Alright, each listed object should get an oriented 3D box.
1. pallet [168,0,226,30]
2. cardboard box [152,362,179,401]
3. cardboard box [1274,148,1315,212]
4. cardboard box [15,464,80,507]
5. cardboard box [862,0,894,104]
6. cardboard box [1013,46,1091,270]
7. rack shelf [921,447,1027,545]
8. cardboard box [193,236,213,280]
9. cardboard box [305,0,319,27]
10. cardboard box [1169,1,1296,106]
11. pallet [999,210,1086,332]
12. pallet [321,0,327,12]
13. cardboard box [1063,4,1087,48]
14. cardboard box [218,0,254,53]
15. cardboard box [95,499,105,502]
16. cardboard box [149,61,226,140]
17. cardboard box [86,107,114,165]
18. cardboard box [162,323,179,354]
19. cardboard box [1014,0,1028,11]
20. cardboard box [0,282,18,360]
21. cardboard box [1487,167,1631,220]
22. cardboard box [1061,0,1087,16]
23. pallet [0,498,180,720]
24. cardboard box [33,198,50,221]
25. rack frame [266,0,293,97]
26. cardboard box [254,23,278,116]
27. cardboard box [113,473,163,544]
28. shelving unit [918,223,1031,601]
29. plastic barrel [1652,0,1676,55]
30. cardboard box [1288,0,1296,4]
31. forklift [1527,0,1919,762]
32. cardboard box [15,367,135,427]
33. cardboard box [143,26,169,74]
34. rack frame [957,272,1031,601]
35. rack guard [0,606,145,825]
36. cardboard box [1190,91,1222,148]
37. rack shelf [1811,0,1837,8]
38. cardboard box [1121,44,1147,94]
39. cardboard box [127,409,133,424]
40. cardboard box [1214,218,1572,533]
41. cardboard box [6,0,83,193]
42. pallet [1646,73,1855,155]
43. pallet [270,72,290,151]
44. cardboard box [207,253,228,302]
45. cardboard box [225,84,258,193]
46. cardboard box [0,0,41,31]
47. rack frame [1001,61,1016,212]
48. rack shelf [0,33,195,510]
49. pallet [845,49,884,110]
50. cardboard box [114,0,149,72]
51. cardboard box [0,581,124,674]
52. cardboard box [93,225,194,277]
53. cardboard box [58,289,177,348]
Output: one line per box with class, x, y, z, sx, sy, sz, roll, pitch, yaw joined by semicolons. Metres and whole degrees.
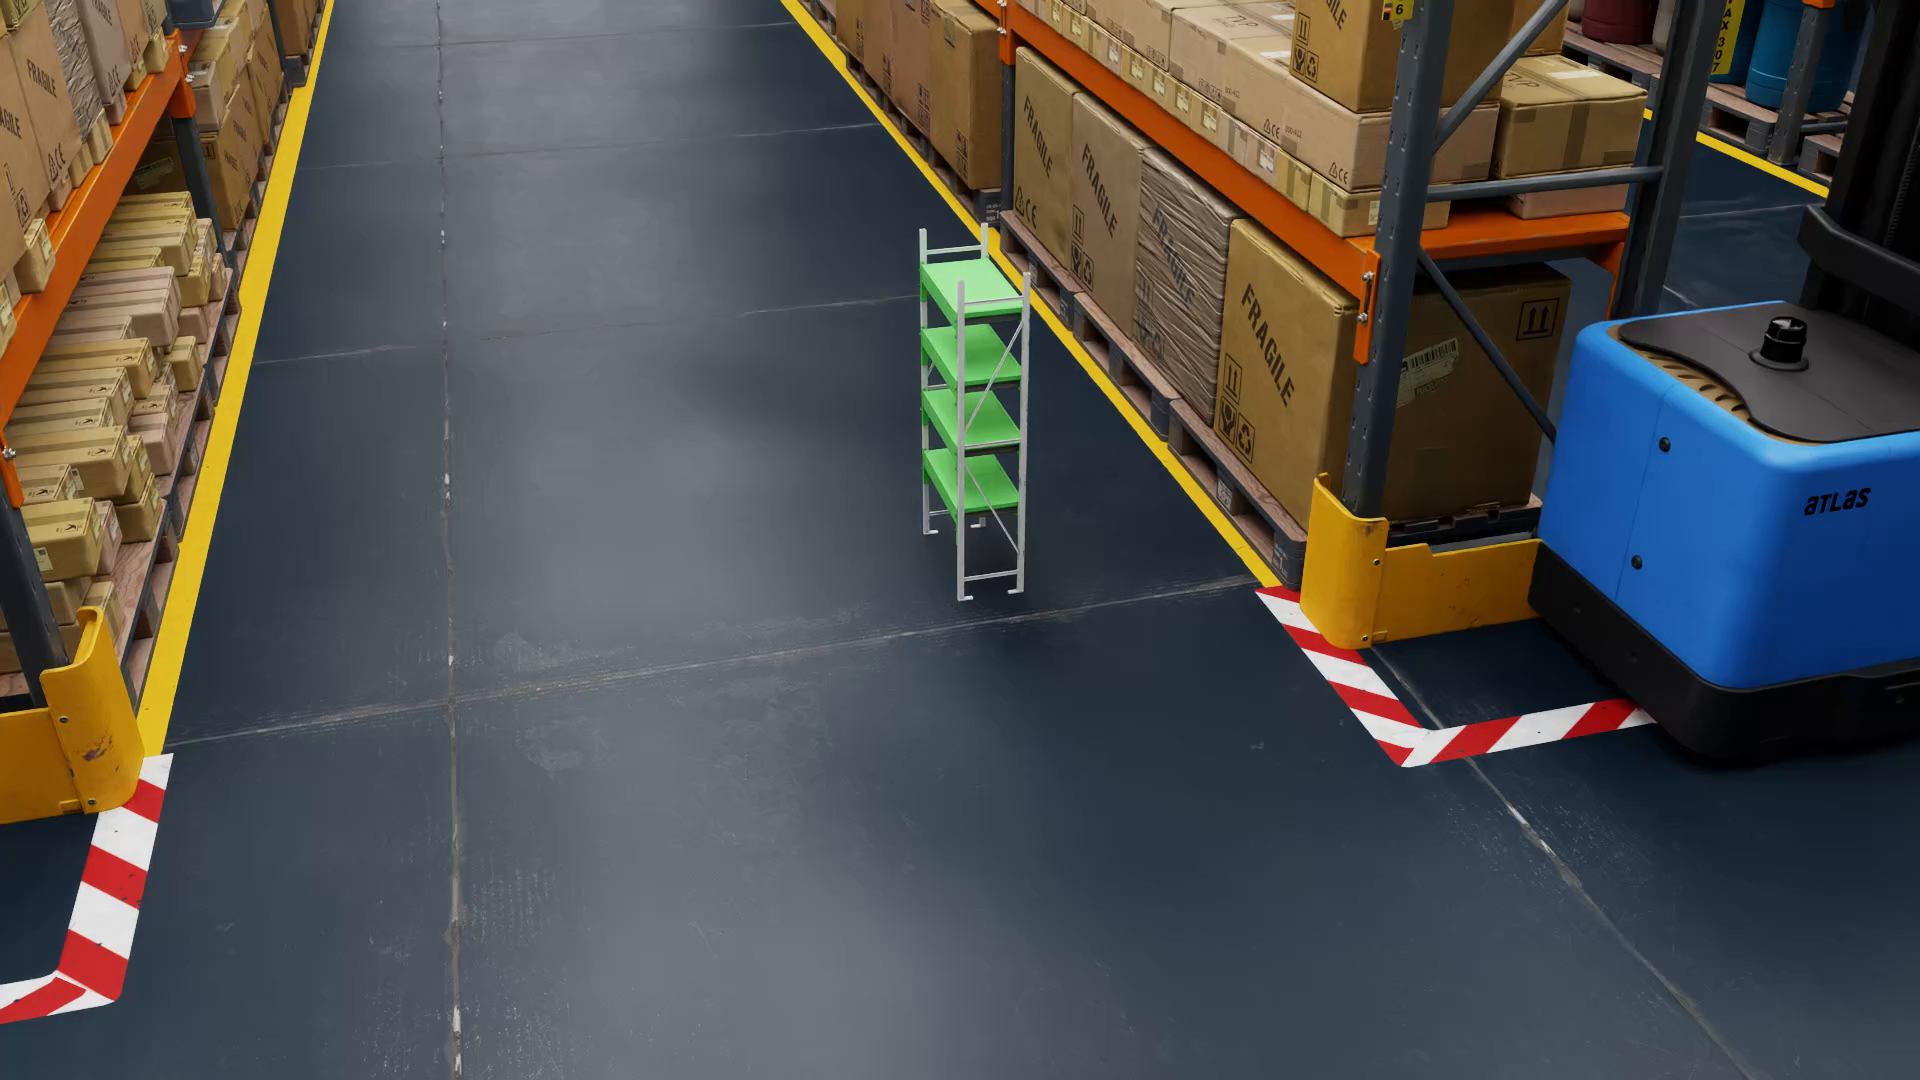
pallet;-4.153;-2.718;8.143;1.003;0.211;1.213;-8;31;-13
cardboard box;-3.378;-0.582;6.687;0.380;0.149;0.250;-7;31;-12
cardboard box;1.298;-1.236;5.642;0.380;0.149;0.250;-8;31;-13
cardboard box;-3.029;-0.102;5.264;0.380;0.149;0.250;-7;31;-12
cardboard box;0.049;-3.450;10.918;1.225;0.875;0.875;-8;31;-13
cardboard box;0.817;-1.956;8.337;0.875;0.875;0.875;-8;31;-13
rack shelf;0.044;-0.176;5.964;0.258;0.148;0.480;-8;31;-13
cardboard box;-3.616;-1.250;7.546;0.380;0.149;0.250;-9;31;-16
cardboard box;-5.462;-4.281;12.478;1.050;0.750;0.750;-7;31;-13
cardboard box;1.127;-1.845;6.296;0.500;0.250;0.500;-9;31;-15
pallet;0.845;-1.439;8.525;1.003;0.211;1.213;-8;31;-13
pallet;-5.936;-4.707;14.171;1.003;0.211;1.213;-8;31;-13
cardboard box;0.688;-2.347;7.561;0.380;0.149;0.250;-9;31;-15
cardboard box;-4.453;-2.984;9.738;0.500;0.250;0.500;-7;31;-12
cardboard box;-3.088;-0.091;5.542;0.380;0.149;0.250;-7;31;-13
cardboard box;-4.031;-2.229;8.434;0.500;0.250;0.500;-9;31;-15
cardboard box;-3.304;-1.452;6.014;0.380;0.149;0.250;-7;31;-12
cardboard box;-3.469;-0.869;6.886;0.380;0.149;0.250;-7;31;-12
cardboard box;0.477;-2.728;8.219;0.380;0.149;0.250;-8;31;-13
cardboard box;-2.798;-0.572;4.495;0.380;0.149;0.250;-8;31;-14
cardboard box;2.005;-1.198;5.576;0.380;0.149;0.250;-8;31;-13
cardboard box;0.718;-2.585;7.574;0.500;0.250;0.500;-8;31;-14
pallet;-3.230;0.292;5.534;1.003;0.211;1.213;-8;31;-13
cardboard box;-3.175;-1.068;5.351;0.380;0.149;0.250;-8;31;-14
rack frame;-5.152;-4.345;10.762;1.000;3.000;0.127;-8;31;-13
cardboard box;-4.591;-2.910;10.360;0.500;0.500;0.500;-7;31;-11
cardboard box;-3.042;-0.097;5.850;0.380;0.149;0.250;-7;31;-13
shelving unit;0.044;-0.439;5.811;0.258;1.200;0.503;-8;31;-13
plastic barrel;5.115;-3.679;11.675;0.421;0.512;0.421;0;30;0
cardboard box;1.496;-2.168;6.853;0.500;0.250;0.500;-8;31;-14
forklift;3.522;-1.002;5.055;3.031;2.935;1.130;-8;31;-14
cardboard box;-3.182;-0.484;5.925;0.380;0.149;0.250;-7;31;-11
cardboard box;-3.615;-2.087;7.112;0.380;0.149;0.250;-9;31;-15
rack frame;0.109;-0.321;5.608;0.240;1.200;0.015;-8;31;-13
rack guard;-3.048;0.564;4.776;1.175;0.500;0.348;-8;31;-13
cardboard box;1.096;-1.604;6.278;0.380;0.149;0.250;-9;31;-14
rack shelf;6.025;-2.405;8.128;1.077;0.370;4.000;-8;31;-13
cardboard box;0.892;-1.975;6.918;0.380;0.149;0.250;-9;31;-15
cardboard box;-3.326;-0.470;6.198;0.380;0.149;0.250;-6;31;-11
cardboard box;1.534;-0.652;6.084;0.875;0.875;0.875;-8;31;-13
cardboard box;-3.166;-1.400;5.277;0.500;0.500;0.500;-7;31;-13
pallet;5.330;-2.853;10.969;1.003;0.211;1.213;-8;31;-13
pallet;-4.946;-2.760;10.808;1.003;0.211;1.213;-8;31;-13
cardboard box;-3.657;-1.216;7.784;0.380;0.149;0.250;-7;31;-13
cardboard box;-4.172;-2.160;9.064;0.500;0.500;0.500;-6;31;-11
cardboard box;-3.148;-1.835;5.031;0.500;0.500;0.500;-9;31;-14
rack frame;0.719;-3.023;8.479;1.000;3.000;0.127;-8;31;-13
rack shelf;-3.559;-1.135;5.935;1.077;0.370;4.000;-8;31;-13
pallet;-0.206;-3.358;11.840;1.003;0.211;1.213;-8;31;-13
cardboard box;-3.553;-2.138;6.552;0.500;0.500;0.500;-9;31;-15
cardboard box;-2.859;0.276;5.206;0.380;0.149;0.250;-7;31;-12
cardboard box;-3.566;-1.243;7.237;0.380;0.149;0.250;-8;31;-14
cardboard box;-3.328;-0.861;6.575;0.380;0.149;0.250;-9;31;-15
